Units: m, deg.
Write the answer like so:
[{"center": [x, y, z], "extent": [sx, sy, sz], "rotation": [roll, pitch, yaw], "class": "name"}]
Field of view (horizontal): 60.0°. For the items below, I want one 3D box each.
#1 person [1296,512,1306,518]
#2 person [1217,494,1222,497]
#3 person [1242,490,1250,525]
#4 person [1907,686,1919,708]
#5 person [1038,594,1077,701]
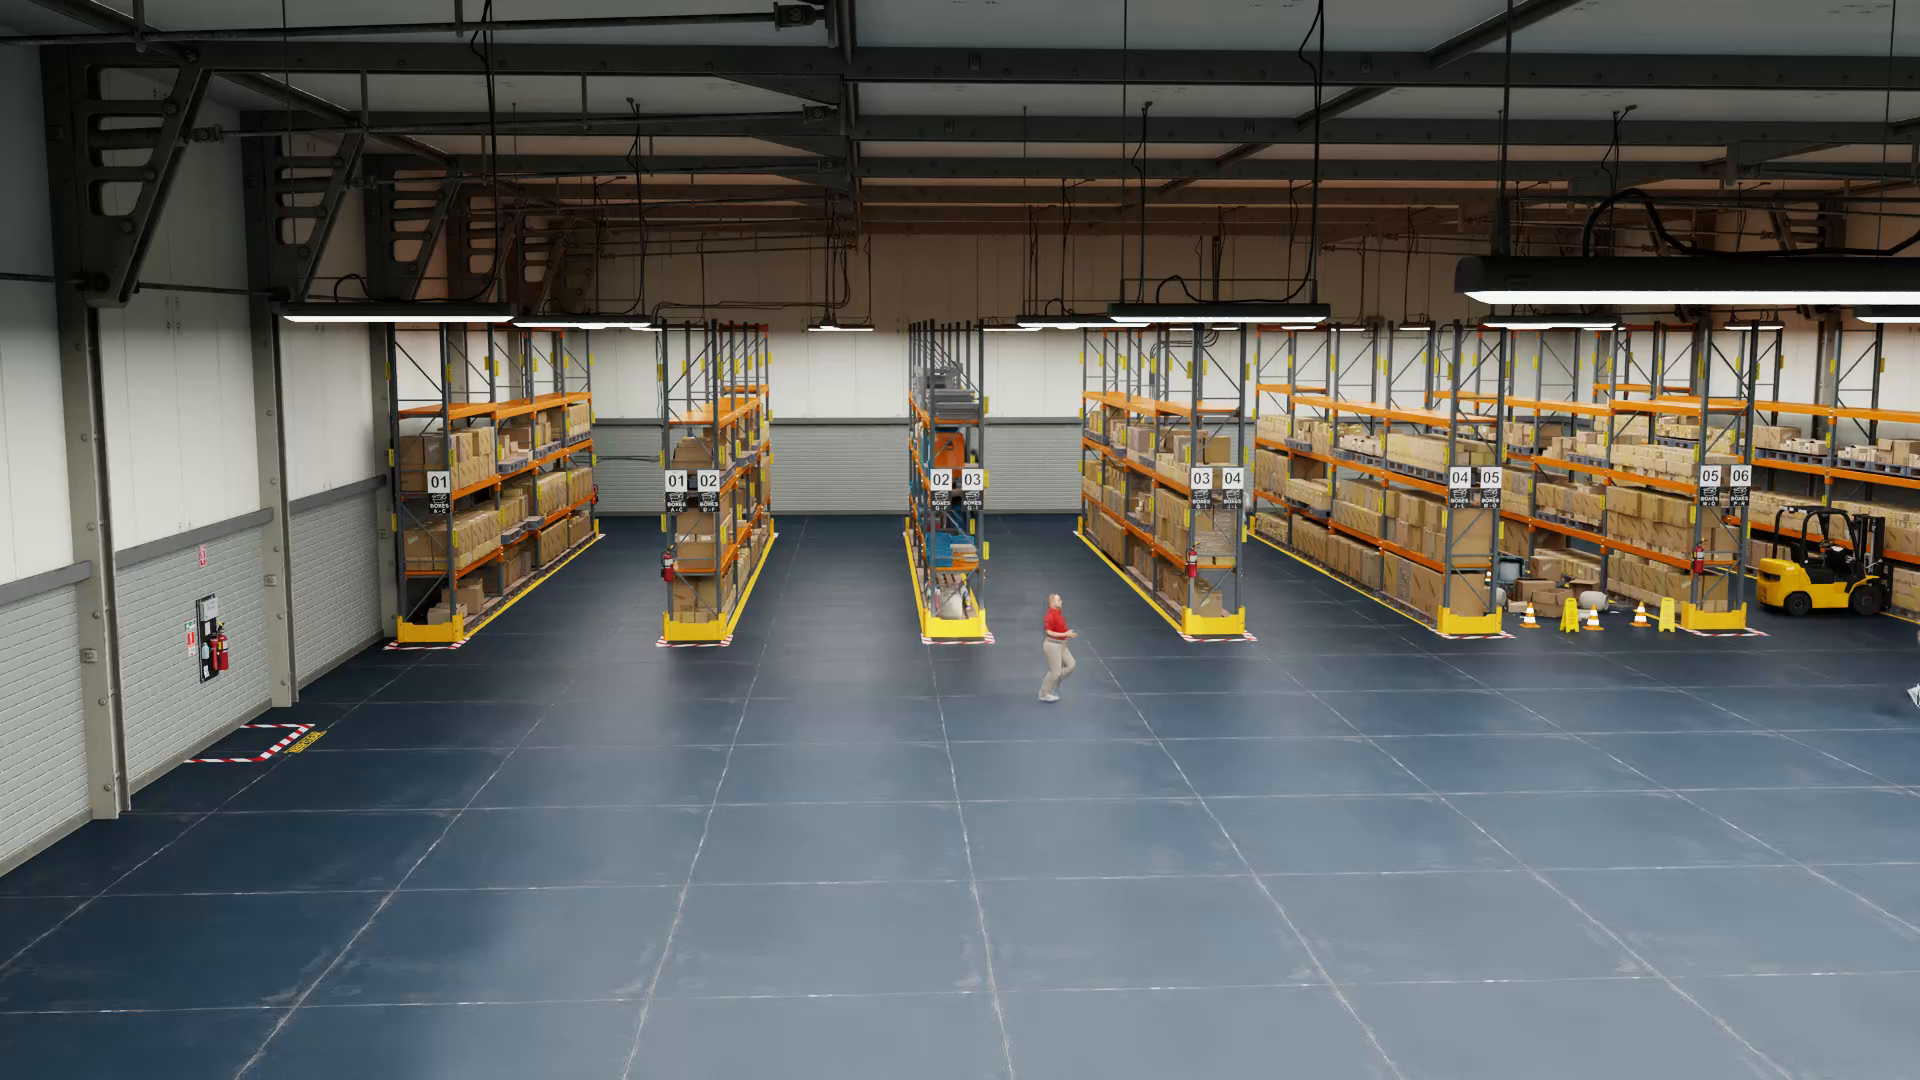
[{"center": [9.820, -1.109, 48.928], "extent": [0.600, 1.537, 0.850], "rotation": [-5, 9, -36], "class": "person"}, {"center": [7.199, -0.920, 47.070], "extent": [0.659, 1.753, 0.714], "rotation": [1, 7, 12], "class": "person"}, {"center": [7.433, -0.665, 44.650], "extent": [0.731, 1.827, 0.976], "rotation": [0, 7, 1], "class": "person"}, {"center": [14.675, 1.787, 24.887], "extent": [0.830, 1.747, 0.675], "rotation": [5, 9, 34], "class": "person"}, {"center": [1.551, 1.684, 25.957], "extent": [0.645, 1.705, 0.640], "rotation": [2, 7, 18], "class": "person"}]
